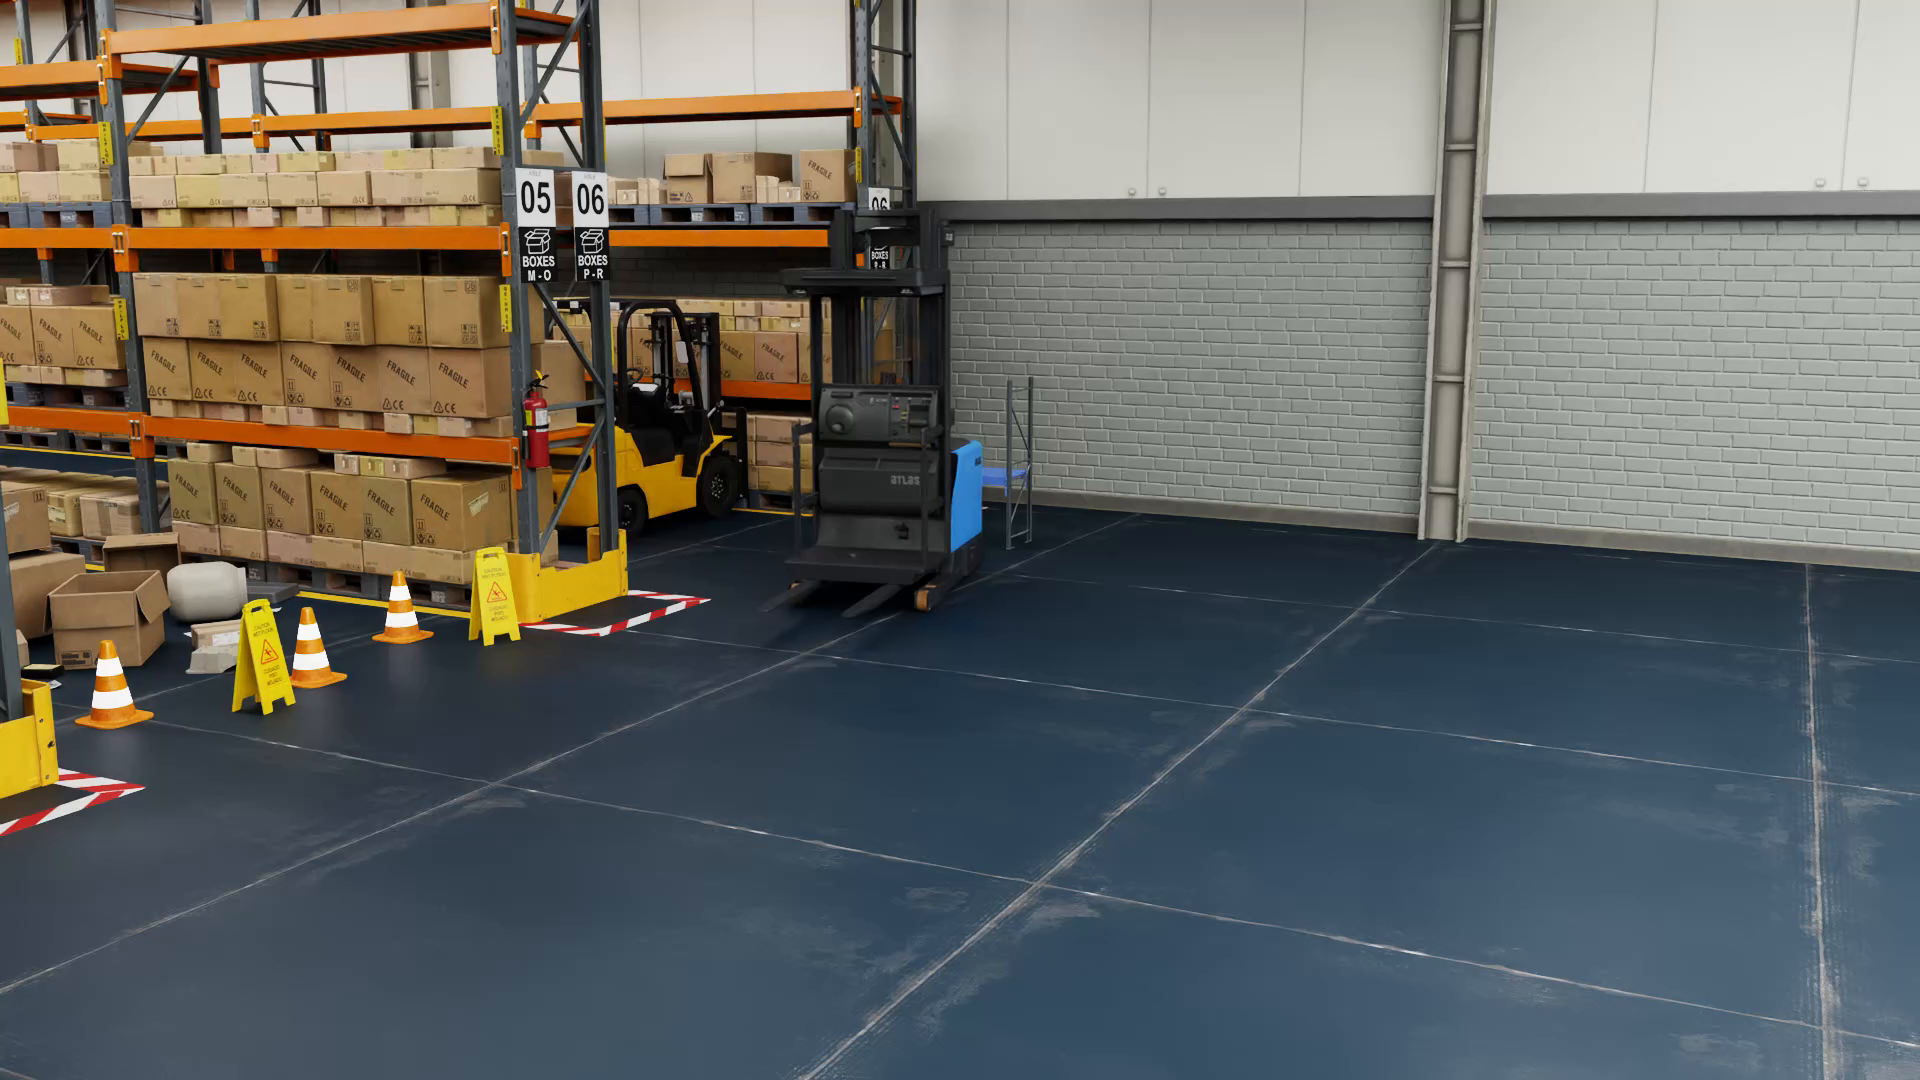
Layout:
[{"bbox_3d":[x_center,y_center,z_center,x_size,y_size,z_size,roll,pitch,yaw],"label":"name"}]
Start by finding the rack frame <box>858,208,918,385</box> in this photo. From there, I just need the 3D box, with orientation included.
[{"bbox_3d":[-0.706,-1.768,16.578,0.127,3.000,1.000,5,11,26],"label":"rack frame"}]

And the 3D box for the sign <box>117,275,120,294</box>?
[{"bbox_3d":[-11.225,-3.372,22.190,0.005,0.325,0.100,5,11,26],"label":"sign"}]

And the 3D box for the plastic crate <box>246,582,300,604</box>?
[{"bbox_3d":[-5.441,0.401,12.790,0.583,0.080,0.402,1,10,6],"label":"plastic crate"}]

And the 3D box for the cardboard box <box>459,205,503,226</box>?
[{"bbox_3d":[-3.343,-2.311,11.859,0.250,0.149,0.380,5,11,26],"label":"cardboard box"}]

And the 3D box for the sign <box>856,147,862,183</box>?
[{"bbox_3d":[-0.958,-3.555,15.766,0.005,0.325,0.100,5,11,26],"label":"sign"}]

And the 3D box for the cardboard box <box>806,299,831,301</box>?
[{"bbox_3d":[-1.375,-2.388,17.065,0.250,0.149,0.380,5,12,27],"label":"cardboard box"}]

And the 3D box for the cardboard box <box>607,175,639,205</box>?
[{"bbox_3d":[-3.655,-3.667,17.436,0.500,0.311,0.500,5,12,27],"label":"cardboard box"}]

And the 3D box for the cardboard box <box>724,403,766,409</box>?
[{"bbox_3d":[-2.403,-1.303,17.743,0.500,0.250,0.500,5,11,25],"label":"cardboard box"}]

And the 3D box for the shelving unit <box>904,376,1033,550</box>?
[{"bbox_3d":[0.076,-0.731,15.059,1.048,1.500,0.538,5,11,26],"label":"shelving unit"}]

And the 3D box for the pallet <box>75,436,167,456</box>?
[{"bbox_3d":[-10.721,-1.284,21.730,1.213,0.211,1.003,5,11,26],"label":"pallet"}]

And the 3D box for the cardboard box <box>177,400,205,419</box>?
[{"bbox_3d":[-6.096,-1.079,13.475,0.250,0.149,0.380,5,12,27],"label":"cardboard box"}]

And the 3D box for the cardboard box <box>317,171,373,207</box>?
[{"bbox_3d":[-4.395,-2.601,12.342,0.500,0.250,0.500,5,12,27],"label":"cardboard box"}]

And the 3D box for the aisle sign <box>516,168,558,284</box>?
[{"bbox_3d":[-2.972,-2.203,11.681,0.004,0.787,0.394,5,11,26],"label":"aisle sign"}]

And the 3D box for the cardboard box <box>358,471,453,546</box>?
[{"bbox_3d":[-4.202,-0.260,12.679,0.500,0.500,0.500,6,12,28],"label":"cardboard box"}]

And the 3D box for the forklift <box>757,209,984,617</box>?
[{"bbox_3d":[-0.672,-0.986,12.450,1.130,2.935,3.031,3,11,14],"label":"forklift"}]

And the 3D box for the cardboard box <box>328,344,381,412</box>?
[{"bbox_3d":[-4.402,-1.250,12.596,0.500,0.500,0.500,5,11,26],"label":"cardboard box"}]

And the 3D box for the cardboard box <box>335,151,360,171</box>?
[{"bbox_3d":[-4.428,-2.817,12.414,0.250,0.149,0.380,5,11,24],"label":"cardboard box"}]

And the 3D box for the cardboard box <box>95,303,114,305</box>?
[{"bbox_3d":[-7.229,-1.815,14.539,0.500,0.500,0.500,5,11,26],"label":"cardboard box"}]

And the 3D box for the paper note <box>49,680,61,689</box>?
[{"bbox_3d":[-5.616,0.894,10.211,0.144,0.017,0.142,-10,14,-43],"label":"paper note"}]

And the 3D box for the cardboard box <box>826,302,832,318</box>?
[{"bbox_3d":[-1.120,-2.278,16.454,0.250,0.149,0.380,5,11,26],"label":"cardboard box"}]

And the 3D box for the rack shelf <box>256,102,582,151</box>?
[{"bbox_3d":[-6.087,-4.642,18.755,4.000,0.370,1.077,5,11,26],"label":"rack shelf"}]

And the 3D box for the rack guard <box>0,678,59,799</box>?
[{"bbox_3d":[-4.977,1.055,7.996,0.348,0.500,1.175,5,11,26],"label":"rack guard"}]

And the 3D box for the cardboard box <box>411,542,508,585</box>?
[{"bbox_3d":[-3.764,0.149,12.528,0.500,0.250,0.500,5,11,26],"label":"cardboard box"}]

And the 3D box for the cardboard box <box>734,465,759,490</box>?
[{"bbox_3d":[-2.154,-0.690,17.161,0.500,0.250,0.500,5,11,26],"label":"cardboard box"}]

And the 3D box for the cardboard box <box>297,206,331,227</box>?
[{"bbox_3d":[-4.740,-2.425,12.489,0.250,0.149,0.380,5,11,25],"label":"cardboard box"}]

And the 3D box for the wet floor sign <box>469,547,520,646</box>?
[{"bbox_3d":[-3.202,0.369,11.378,0.267,0.644,0.232,-10,14,-43],"label":"wet floor sign"}]

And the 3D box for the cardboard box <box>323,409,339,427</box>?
[{"bbox_3d":[-4.691,-0.970,12.875,0.250,0.149,0.380,5,11,26],"label":"cardboard box"}]

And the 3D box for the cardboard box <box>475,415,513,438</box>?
[{"bbox_3d":[-3.329,-0.847,12.192,0.250,0.149,0.380,5,12,28],"label":"cardboard box"}]

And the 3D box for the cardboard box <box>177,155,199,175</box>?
[{"bbox_3d":[-5.869,-2.920,12.986,0.250,0.149,0.380,5,11,24],"label":"cardboard box"}]

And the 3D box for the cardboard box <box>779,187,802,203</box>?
[{"bbox_3d":[-1.583,-3.393,16.379,0.250,0.149,0.380,5,11,24],"label":"cardboard box"}]

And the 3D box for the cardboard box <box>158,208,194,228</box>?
[{"bbox_3d":[-6.106,-2.549,13.175,0.250,0.149,0.380,5,11,26],"label":"cardboard box"}]

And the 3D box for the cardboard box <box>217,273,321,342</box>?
[{"bbox_3d":[-5.301,-1.821,12.946,0.500,0.500,0.700,5,11,25],"label":"cardboard box"}]

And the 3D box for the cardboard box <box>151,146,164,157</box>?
[{"bbox_3d":[-7.284,-3.293,14.418,0.500,0.250,0.500,5,11,25],"label":"cardboard box"}]

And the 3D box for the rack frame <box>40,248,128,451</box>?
[{"bbox_3d":[-11.467,-2.714,21.802,0.127,3.000,1.000,5,11,26],"label":"rack frame"}]

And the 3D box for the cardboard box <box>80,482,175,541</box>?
[{"bbox_3d":[-6.957,-0.245,14.360,0.625,0.372,0.950,5,11,27],"label":"cardboard box"}]

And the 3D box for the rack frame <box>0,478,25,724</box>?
[{"bbox_3d":[-4.998,-0.177,7.784,0.127,3.000,1.000,5,11,26],"label":"rack frame"}]

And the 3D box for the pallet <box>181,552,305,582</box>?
[{"bbox_3d":[-5.868,0.129,13.924,1.213,0.211,1.003,5,11,26],"label":"pallet"}]

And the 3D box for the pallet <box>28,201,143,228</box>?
[{"bbox_3d":[-6.993,-2.740,14.050,1.003,0.211,1.213,5,11,26],"label":"pallet"}]

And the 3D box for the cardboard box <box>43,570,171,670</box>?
[{"bbox_3d":[-5.594,0.519,10.949,0.637,0.503,0.797,-2,11,-14],"label":"cardboard box"}]

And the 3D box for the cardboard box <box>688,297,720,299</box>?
[{"bbox_3d":[-2.739,-2.515,17.768,0.250,0.149,0.380,5,11,25],"label":"cardboard box"}]

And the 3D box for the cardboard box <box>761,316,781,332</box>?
[{"bbox_3d":[-1.806,-2.186,16.785,0.250,0.149,0.380,5,11,25],"label":"cardboard box"}]

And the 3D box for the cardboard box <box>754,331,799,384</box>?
[{"bbox_3d":[-1.725,-1.857,16.785,0.500,0.500,0.500,5,12,28],"label":"cardboard box"}]

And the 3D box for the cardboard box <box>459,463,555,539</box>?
[{"bbox_3d":[-3.521,-0.307,12.941,0.500,0.500,0.500,5,11,24],"label":"cardboard box"}]

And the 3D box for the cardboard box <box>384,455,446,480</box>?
[{"bbox_3d":[-4.092,-0.557,12.498,0.250,0.149,0.380,5,12,27],"label":"cardboard box"}]

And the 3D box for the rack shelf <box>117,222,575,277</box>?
[{"bbox_3d":[-4.692,-2.255,12.863,4.000,0.370,1.077,5,11,26],"label":"rack shelf"}]

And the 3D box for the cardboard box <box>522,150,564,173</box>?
[{"bbox_3d":[-3.127,-2.781,12.215,0.250,0.149,0.380,5,11,25],"label":"cardboard box"}]

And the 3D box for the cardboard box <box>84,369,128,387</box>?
[{"bbox_3d":[-7.070,-1.370,13.903,0.250,0.149,0.380,5,11,27],"label":"cardboard box"}]

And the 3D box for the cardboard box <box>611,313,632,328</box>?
[{"bbox_3d":[-3.456,-2.317,17.508,0.250,0.149,0.380,5,12,27],"label":"cardboard box"}]

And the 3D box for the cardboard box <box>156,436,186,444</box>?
[{"bbox_3d":[-9.743,-1.494,20.903,0.500,0.500,0.500,5,11,24],"label":"cardboard box"}]

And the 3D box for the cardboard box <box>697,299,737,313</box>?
[{"bbox_3d":[-2.499,-2.397,17.117,0.250,0.149,0.380,5,11,27],"label":"cardboard box"}]

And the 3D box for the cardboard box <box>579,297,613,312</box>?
[{"bbox_3d":[-3.856,-2.522,17.807,0.250,0.149,0.380,5,11,27],"label":"cardboard box"}]
